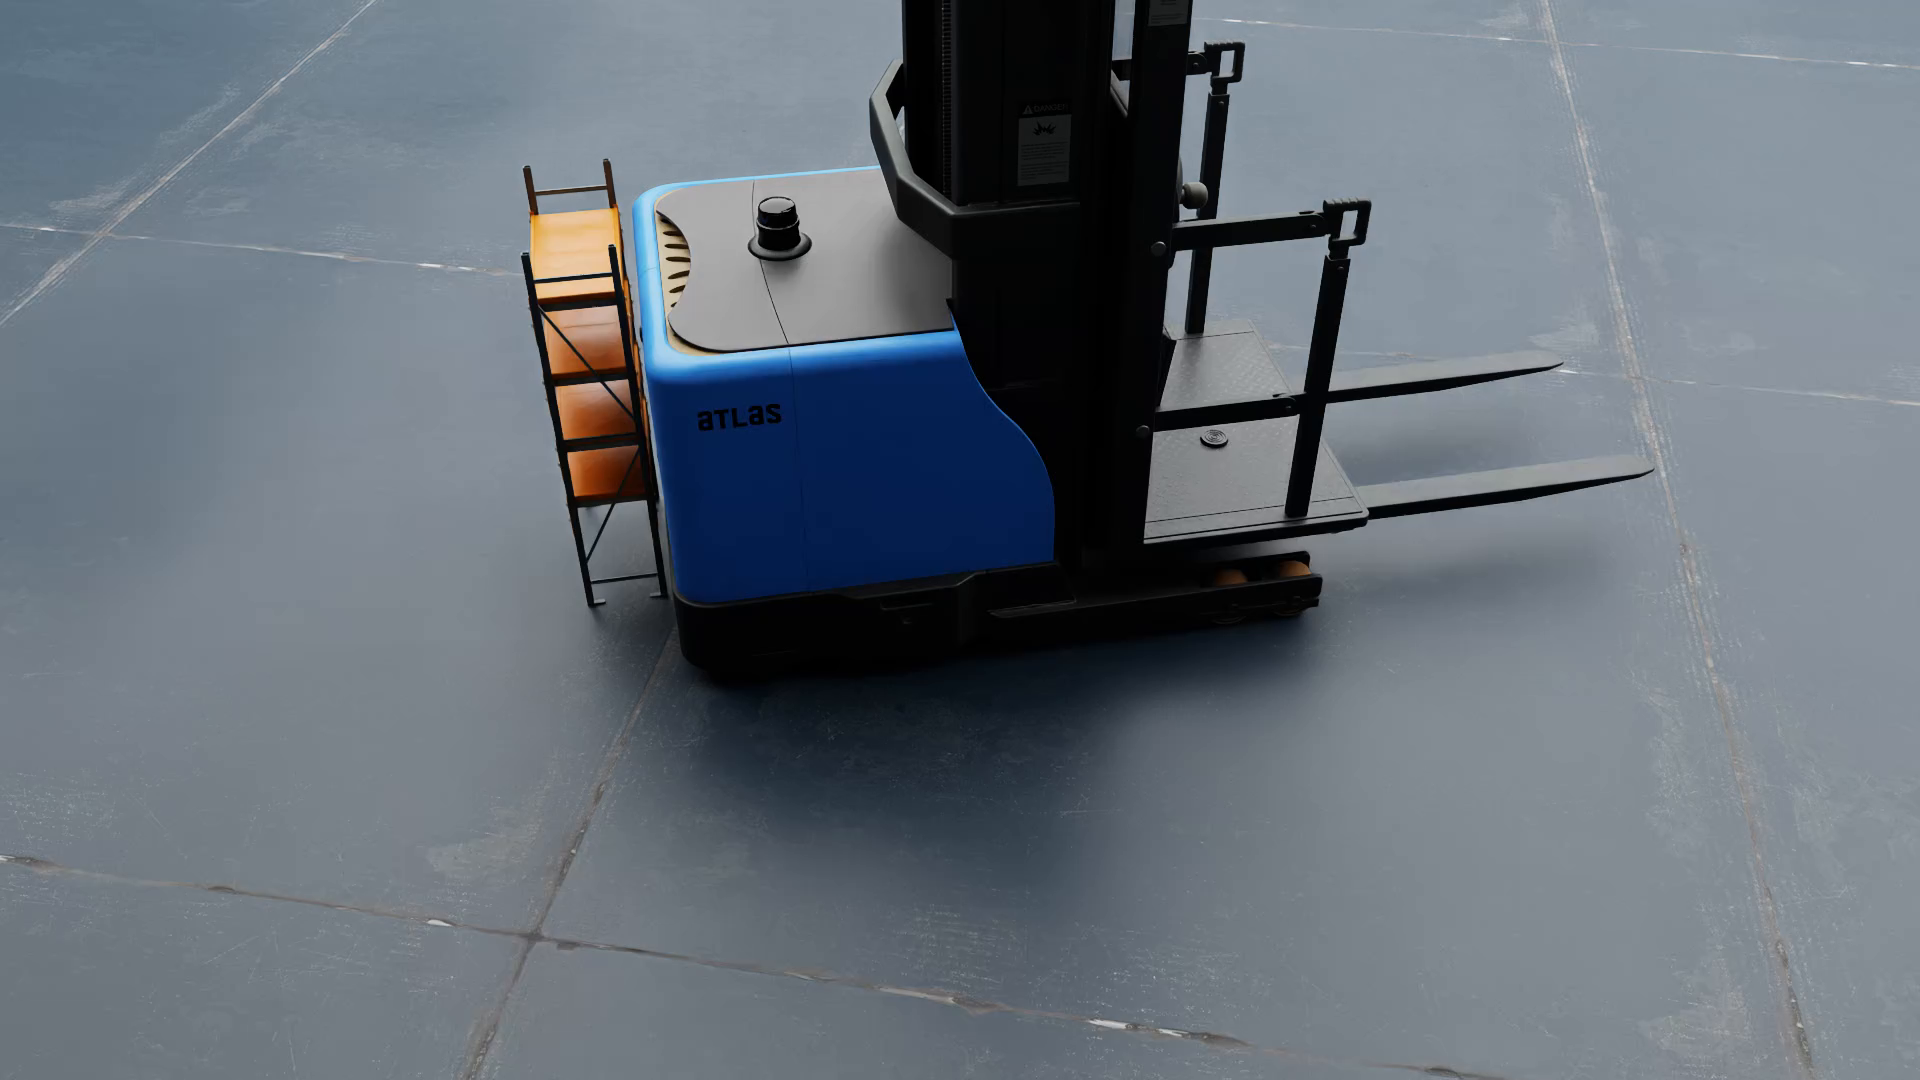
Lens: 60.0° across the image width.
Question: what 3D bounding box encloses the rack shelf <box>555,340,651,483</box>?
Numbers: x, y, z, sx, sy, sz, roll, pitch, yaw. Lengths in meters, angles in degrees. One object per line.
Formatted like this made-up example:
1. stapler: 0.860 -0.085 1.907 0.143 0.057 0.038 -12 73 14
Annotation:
1. rack shelf: -1.052 -0.384 4.879 0.258 0.148 0.480 -7 40 -8

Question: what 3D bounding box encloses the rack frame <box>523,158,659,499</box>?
1. rack frame: -1.098 -0.589 5.020 0.240 1.200 0.015 -7 40 -8

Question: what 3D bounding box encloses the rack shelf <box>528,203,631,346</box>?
1. rack shelf: -1.052 -0.739 4.585 0.258 0.148 0.480 -7 40 -8

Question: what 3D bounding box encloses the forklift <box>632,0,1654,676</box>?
1. forklift: 0.611 -1.204 4.407 3.031 2.935 1.130 -7 40 -8

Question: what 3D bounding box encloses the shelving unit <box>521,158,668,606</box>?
1. shelving unit: -1.052 -0.436 4.836 0.258 1.200 0.503 -7 40 -8

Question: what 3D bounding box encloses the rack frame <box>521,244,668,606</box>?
1. rack frame: -1.005 -0.283 4.651 0.240 1.200 0.015 -7 40 -8

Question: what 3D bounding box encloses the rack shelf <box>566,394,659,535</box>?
1. rack shelf: -1.052 -0.231 5.005 0.258 0.148 0.480 -7 40 -8

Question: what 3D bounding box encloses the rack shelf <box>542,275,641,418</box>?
1. rack shelf: -1.052 -0.557 4.736 0.258 0.148 0.480 -7 40 -8
